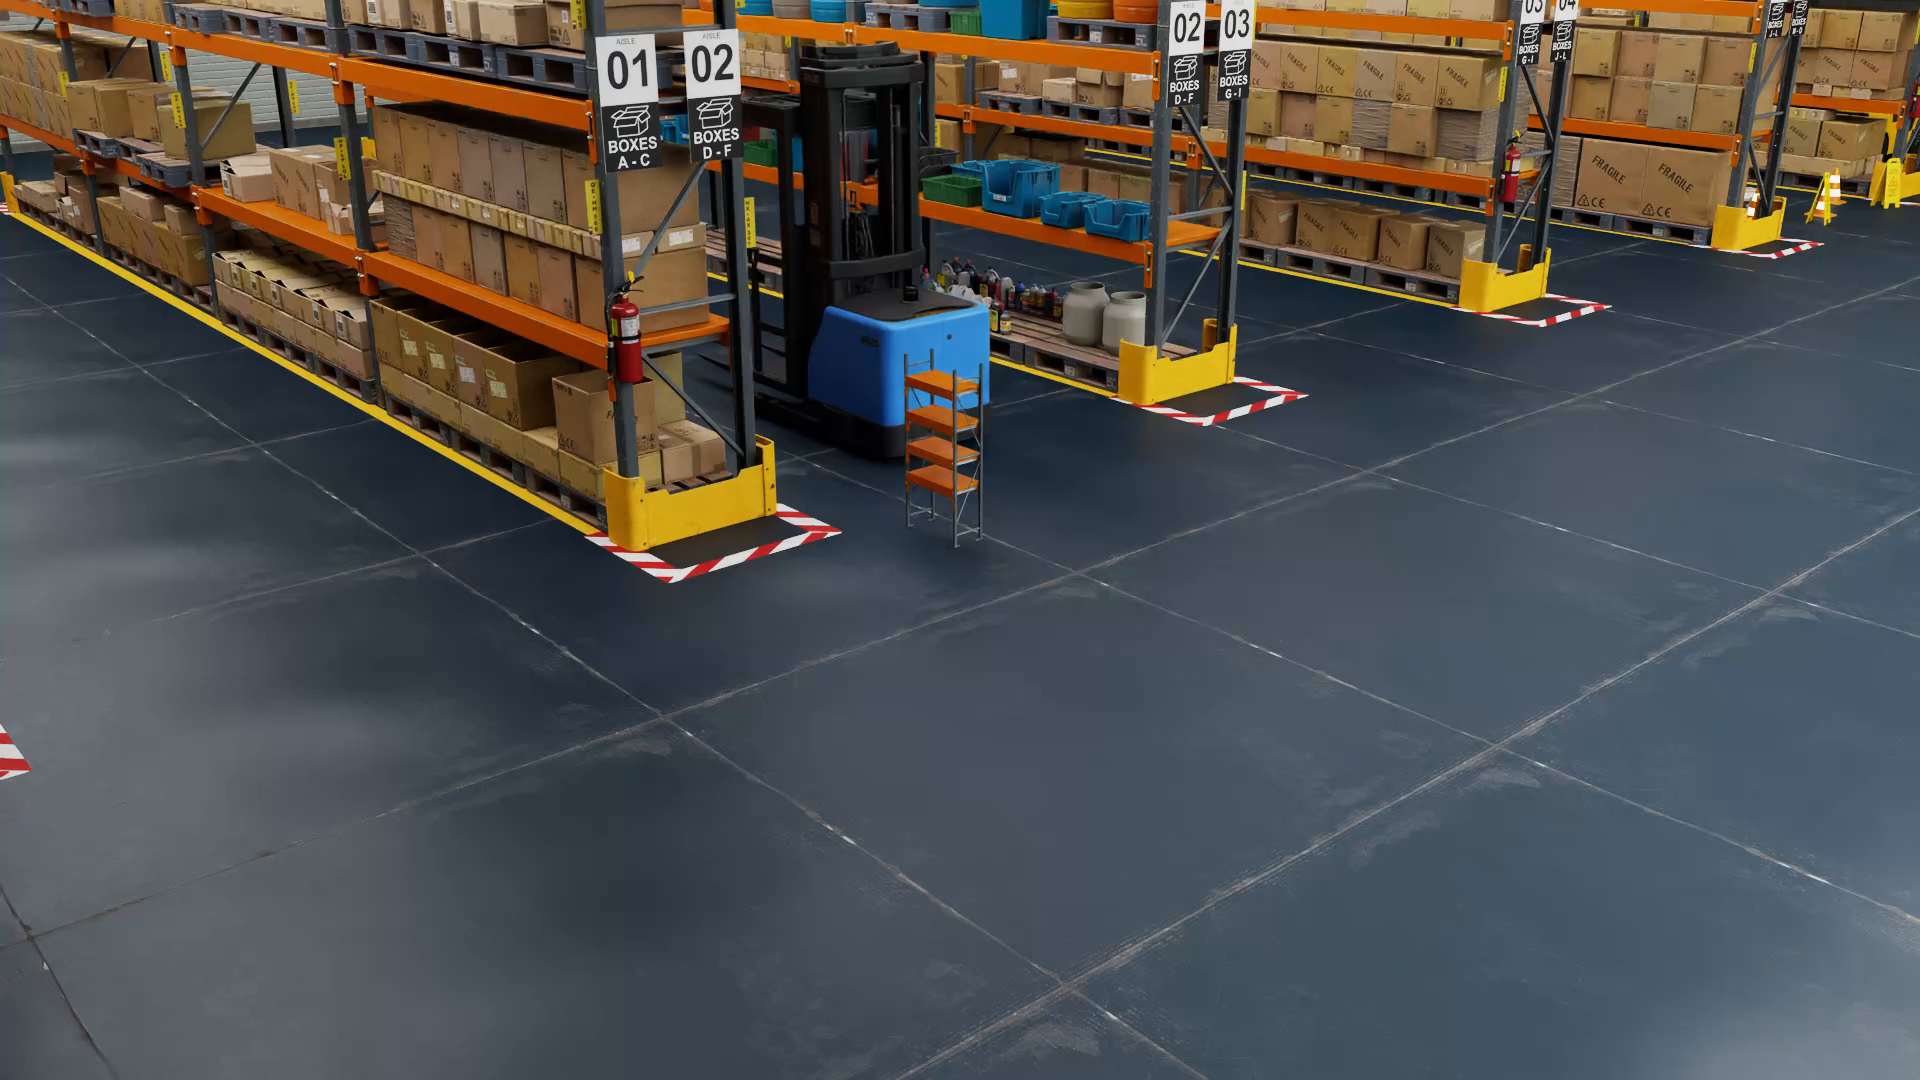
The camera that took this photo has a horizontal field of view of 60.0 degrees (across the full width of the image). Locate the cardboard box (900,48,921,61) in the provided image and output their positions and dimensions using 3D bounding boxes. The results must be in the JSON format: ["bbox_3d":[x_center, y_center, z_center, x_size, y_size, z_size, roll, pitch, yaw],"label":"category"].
[{"bbox_3d":[-0.411,-6.972,23.158,0.797,0.503,0.637,-17,27,-36],"label":"cardboard box"}]

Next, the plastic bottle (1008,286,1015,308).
[{"bbox_3d":[0.512,-2.365,16.144,0.097,0.201,0.097,0,21,0],"label":"plastic bottle"}]

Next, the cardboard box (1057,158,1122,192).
[{"bbox_3d":[1.677,-4.627,21.508,0.700,0.500,0.500,-15,26,-33],"label":"cardboard box"}]

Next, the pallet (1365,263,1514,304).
[{"bbox_3d":[5.146,-2.817,17.886,1.003,0.211,1.213,-17,27,-37],"label":"pallet"}]

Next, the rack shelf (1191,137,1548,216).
[{"bbox_3d":[4.394,-4.079,18.271,1.077,0.370,4.000,-17,27,-37],"label":"rack shelf"}]

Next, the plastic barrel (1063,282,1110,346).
[{"bbox_3d":[1.132,-2.021,14.867,0.421,0.512,0.421,0,21,0],"label":"plastic barrel"}]

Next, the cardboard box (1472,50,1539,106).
[{"bbox_3d":[5.546,-4.729,17.028,0.500,0.500,0.500,-17,27,-37],"label":"cardboard box"}]

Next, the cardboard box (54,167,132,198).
[{"bbox_3d":[-10.871,-4.380,20.872,0.797,0.503,0.637,-17,27,-37],"label":"cardboard box"}]

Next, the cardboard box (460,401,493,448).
[{"bbox_3d":[-3.370,-0.908,12.385,0.500,0.250,0.500,-17,27,-37],"label":"cardboard box"}]

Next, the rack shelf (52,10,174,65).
[{"bbox_3d":[-8.336,-5.328,17.349,1.077,0.370,4.000,-17,27,-37],"label":"rack shelf"}]

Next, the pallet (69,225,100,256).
[{"bbox_3d":[-10.089,-3.711,20.169,1.003,0.211,1.213,-17,27,-37],"label":"pallet"}]

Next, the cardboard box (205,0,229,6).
[{"bbox_3d":[-6.691,-5.125,15.472,0.500,0.250,0.500,20,29,41],"label":"cardboard box"}]

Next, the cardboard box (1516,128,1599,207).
[{"bbox_3d":[7.860,-4.887,21.685,0.875,0.875,0.875,-17,27,-37],"label":"cardboard box"}]

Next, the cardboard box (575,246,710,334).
[{"bbox_3d":[-2.103,-1.682,11.029,0.700,0.500,0.500,-17,27,-37],"label":"cardboard box"}]

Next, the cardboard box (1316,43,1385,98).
[{"bbox_3d":[4.177,-5.020,17.773,0.500,0.500,0.500,-17,27,-37],"label":"cardboard box"}]

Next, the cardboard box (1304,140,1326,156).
[{"bbox_3d":[3.990,-4.307,18.212,0.380,0.149,0.250,-17,27,-37],"label":"cardboard box"}]

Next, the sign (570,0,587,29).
[{"bbox_3d":[-2.228,-3.151,9.696,0.100,0.325,0.005,-17,27,-37],"label":"sign"}]

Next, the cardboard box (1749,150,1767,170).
[{"bbox_3d":[11.797,-5.583,24.320,0.500,0.250,0.500,-19,28,-39],"label":"cardboard box"}]

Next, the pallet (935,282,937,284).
[{"bbox_3d":[-0.257,-2.293,16.550,1.003,0.211,1.213,-17,27,-37],"label":"pallet"}]

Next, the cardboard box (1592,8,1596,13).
[{"bbox_3d":[11.727,-9.804,30.874,0.380,0.149,0.250,-16,27,-36],"label":"cardboard box"}]

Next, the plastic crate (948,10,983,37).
[{"bbox_3d":[0.159,-4.584,14.753,0.336,0.188,0.450,-17,27,-37],"label":"plastic crate"}]

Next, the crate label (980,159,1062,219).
[{"bbox_3d":[0.541,-3.143,14.846,0.502,0.435,0.616,-17,27,-37],"label":"crate label"}]

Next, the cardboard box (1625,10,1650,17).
[{"bbox_3d":[10.556,-8.222,25.853,0.380,0.149,0.250,-18,27,-38],"label":"cardboard box"}]

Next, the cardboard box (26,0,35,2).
[{"bbox_3d":[-10.478,-6.358,19.196,0.500,0.250,0.500,-17,27,-37],"label":"cardboard box"}]

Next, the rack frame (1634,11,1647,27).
[{"bbox_3d":[10.596,-7.325,25.574,1.000,3.000,0.127,-17,27,-37],"label":"rack frame"}]

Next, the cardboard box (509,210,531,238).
[{"bbox_3d":[-2.875,-2.198,11.456,0.380,0.149,0.250,-16,27,-36],"label":"cardboard box"}]

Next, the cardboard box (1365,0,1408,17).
[{"bbox_3d":[4.536,-5.541,17.112,0.500,0.250,0.500,-17,27,-36],"label":"cardboard box"}]

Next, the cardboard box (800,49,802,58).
[{"bbox_3d":[-2.023,-7.036,24.699,0.500,0.500,0.500,-17,27,-37],"label":"cardboard box"}]

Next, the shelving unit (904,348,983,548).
[{"bbox_3d":[-0.108,-0.604,10.882,0.258,1.200,0.503,-17,27,-37],"label":"shelving unit"}]

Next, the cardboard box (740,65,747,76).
[{"bbox_3d":[-3.253,-7.350,25.981,0.380,0.149,0.250,-17,27,-36],"label":"cardboard box"}]

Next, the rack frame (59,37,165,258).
[{"bbox_3d":[-9.641,-4.819,19.175,1.000,3.000,0.127,-17,27,-37],"label":"rack frame"}]

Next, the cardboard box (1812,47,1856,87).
[{"bbox_3d":[12.320,-6.629,23.251,0.500,0.500,0.500,-17,27,-37],"label":"cardboard box"}]

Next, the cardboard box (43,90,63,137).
[{"bbox_3d":[-10.499,-5.085,19.717,0.500,0.500,0.500,-17,27,-36],"label":"cardboard box"}]

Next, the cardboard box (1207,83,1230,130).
[{"bbox_3d":[3.335,-5.012,19.123,0.875,0.500,0.500,-17,27,-37],"label":"cardboard box"}]

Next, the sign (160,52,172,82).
[{"bbox_3d":[-9.223,-5.491,19.304,0.100,0.325,0.005,-17,27,-37],"label":"sign"}]

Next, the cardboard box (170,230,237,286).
[{"bbox_3d":[-7.818,-2.958,17.246,0.500,0.500,0.500,-16,27,-35],"label":"cardboard box"}]

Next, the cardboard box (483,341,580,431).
[{"bbox_3d":[-3.047,-1.118,11.893,0.500,0.500,0.500,-17,27,-37],"label":"cardboard box"}]

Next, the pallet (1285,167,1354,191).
[{"bbox_3d":[5.550,-5.353,24.362,1.003,0.211,1.213,-17,27,-37],"label":"pallet"}]

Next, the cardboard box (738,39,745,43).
[{"bbox_3d":[-3.564,-7.999,27.091,0.500,0.250,0.500,-19,28,-39],"label":"cardboard box"}]

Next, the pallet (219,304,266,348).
[{"bbox_3d":[-6.522,-2.179,16.258,1.003,0.211,1.213,-17,27,-37],"label":"pallet"}]

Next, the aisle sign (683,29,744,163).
[{"bbox_3d":[-1.533,-2.769,10.376,0.394,0.787,0.004,-17,27,-37],"label":"aisle sign"}]

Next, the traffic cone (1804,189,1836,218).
[{"bbox_3d":[11.330,-4.493,21.820,0.336,0.463,0.334,-17,27,-37],"label":"traffic cone"}]

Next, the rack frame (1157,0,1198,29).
[{"bbox_3d":[1.947,-5.475,12.624,1.000,3.000,0.127,-17,27,-37],"label":"rack frame"}]

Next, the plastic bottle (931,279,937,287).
[{"bbox_3d":[-0.266,-2.388,16.107,0.097,0.271,0.097,0,21,0],"label":"plastic bottle"}]

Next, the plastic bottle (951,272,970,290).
[{"bbox_3d":[0.004,-2.519,16.434,0.152,0.276,0.135,-17,27,-37],"label":"plastic bottle"}]

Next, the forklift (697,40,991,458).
[{"bbox_3d":[-1.082,-2.443,13.202,1.130,2.935,3.031,-17,27,-36],"label":"forklift"}]

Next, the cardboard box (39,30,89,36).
[{"bbox_3d":[-11.423,-6.240,21.294,0.500,0.500,0.500,-17,27,-36],"label":"cardboard box"}]

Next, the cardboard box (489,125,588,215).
[{"bbox_3d":[-2.815,-2.584,11.553,0.700,0.500,0.500,-17,27,-37],"label":"cardboard box"}]

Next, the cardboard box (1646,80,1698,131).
[{"bbox_3d":[8.870,-5.322,20.254,0.875,0.550,0.550,-17,27,-37],"label":"cardboard box"}]

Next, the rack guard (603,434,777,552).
[{"bbox_3d":[-1.792,-0.333,11.150,1.175,0.500,0.348,-17,27,-37],"label":"rack guard"}]

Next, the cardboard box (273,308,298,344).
[{"bbox_3d":[-5.904,-1.992,15.152,0.500,0.250,0.500,-17,27,-36],"label":"cardboard box"}]

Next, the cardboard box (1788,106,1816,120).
[{"bbox_3d":[12.034,-6.102,23.726,0.380,0.149,0.250,-17,27,-37],"label":"cardboard box"}]

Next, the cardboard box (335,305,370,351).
[{"bbox_3d":[-4.901,-1.829,13.966,0.500,0.311,0.500,-17,27,-37],"label":"cardboard box"}]
